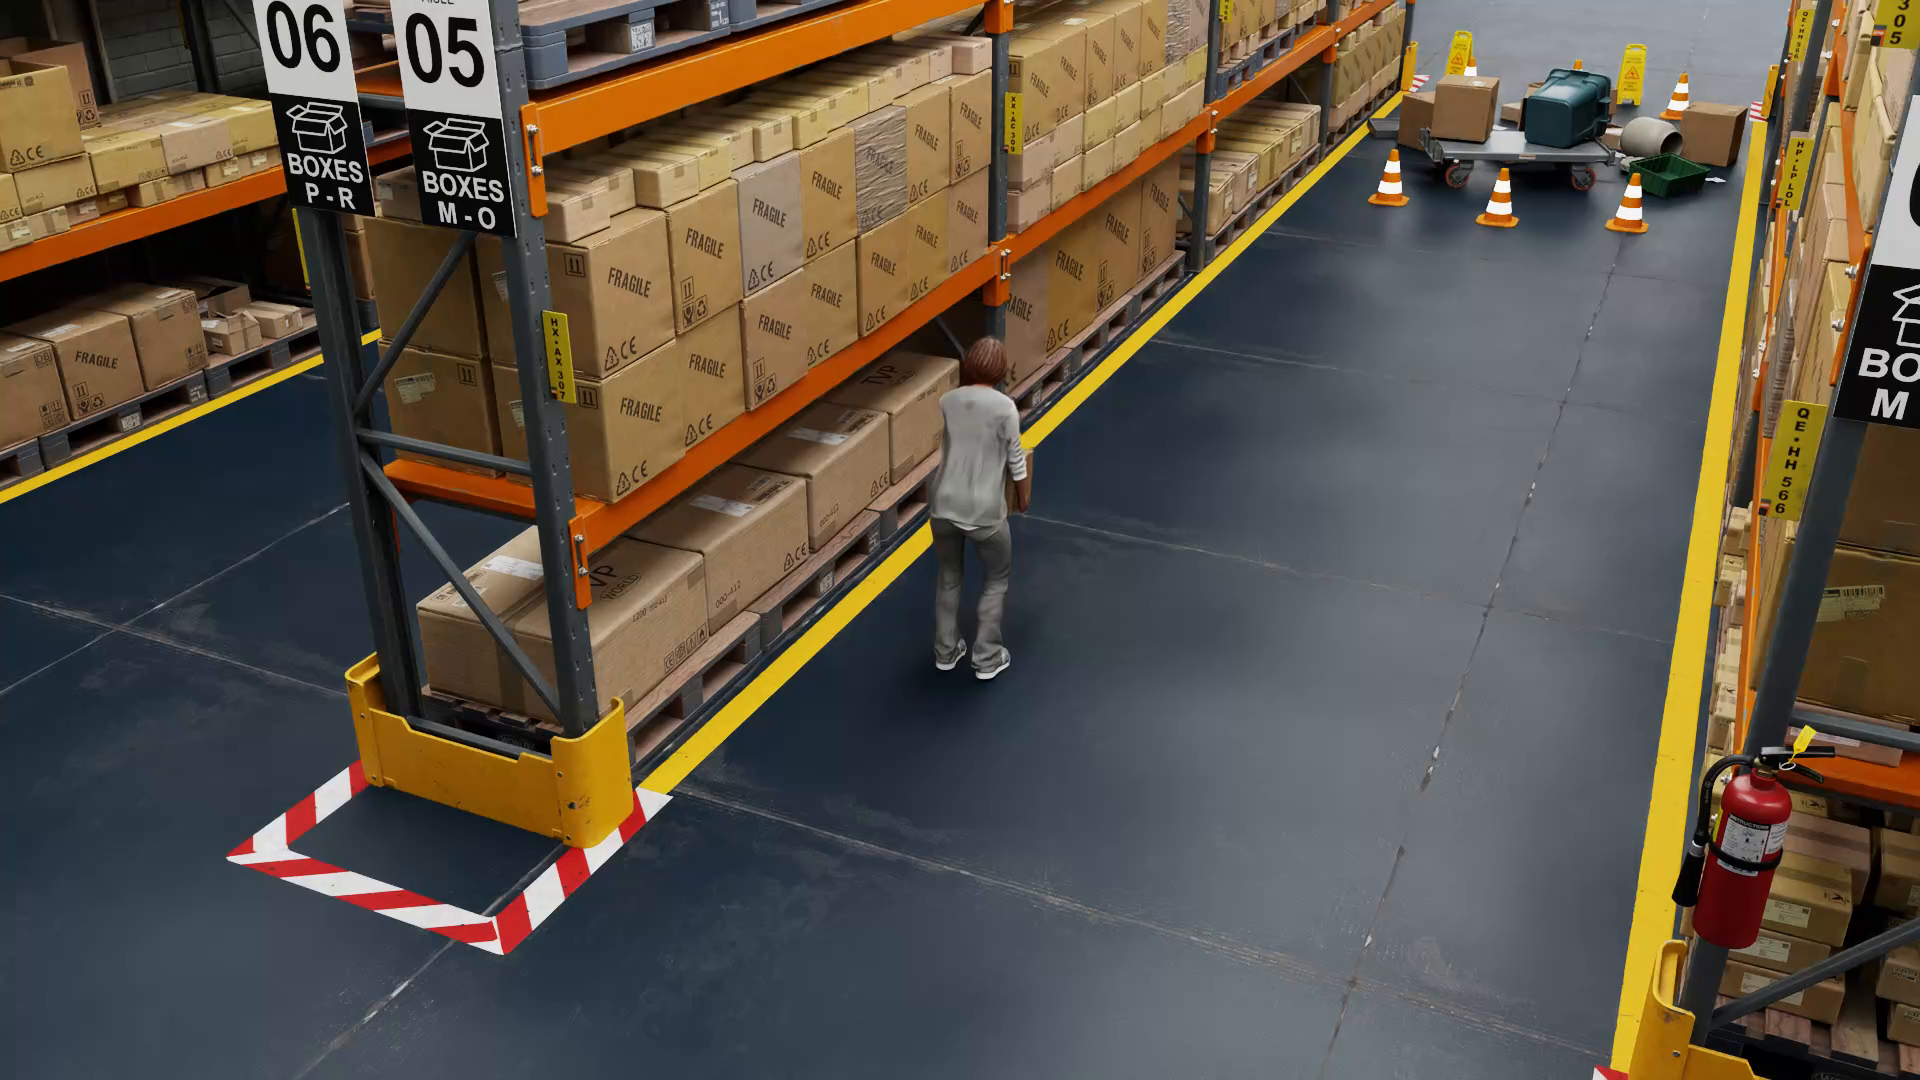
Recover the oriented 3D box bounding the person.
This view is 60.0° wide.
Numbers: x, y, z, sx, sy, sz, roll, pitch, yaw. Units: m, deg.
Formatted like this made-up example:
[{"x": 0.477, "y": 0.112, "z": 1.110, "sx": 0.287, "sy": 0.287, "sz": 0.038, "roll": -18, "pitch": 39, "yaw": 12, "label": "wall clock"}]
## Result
[{"x": 0.081, "y": -0.081, "z": 7.491, "sx": 0.376, "sy": 1.423, "sz": 0.547, "roll": 11, "pitch": 29, "yaw": 21, "label": "person"}]
